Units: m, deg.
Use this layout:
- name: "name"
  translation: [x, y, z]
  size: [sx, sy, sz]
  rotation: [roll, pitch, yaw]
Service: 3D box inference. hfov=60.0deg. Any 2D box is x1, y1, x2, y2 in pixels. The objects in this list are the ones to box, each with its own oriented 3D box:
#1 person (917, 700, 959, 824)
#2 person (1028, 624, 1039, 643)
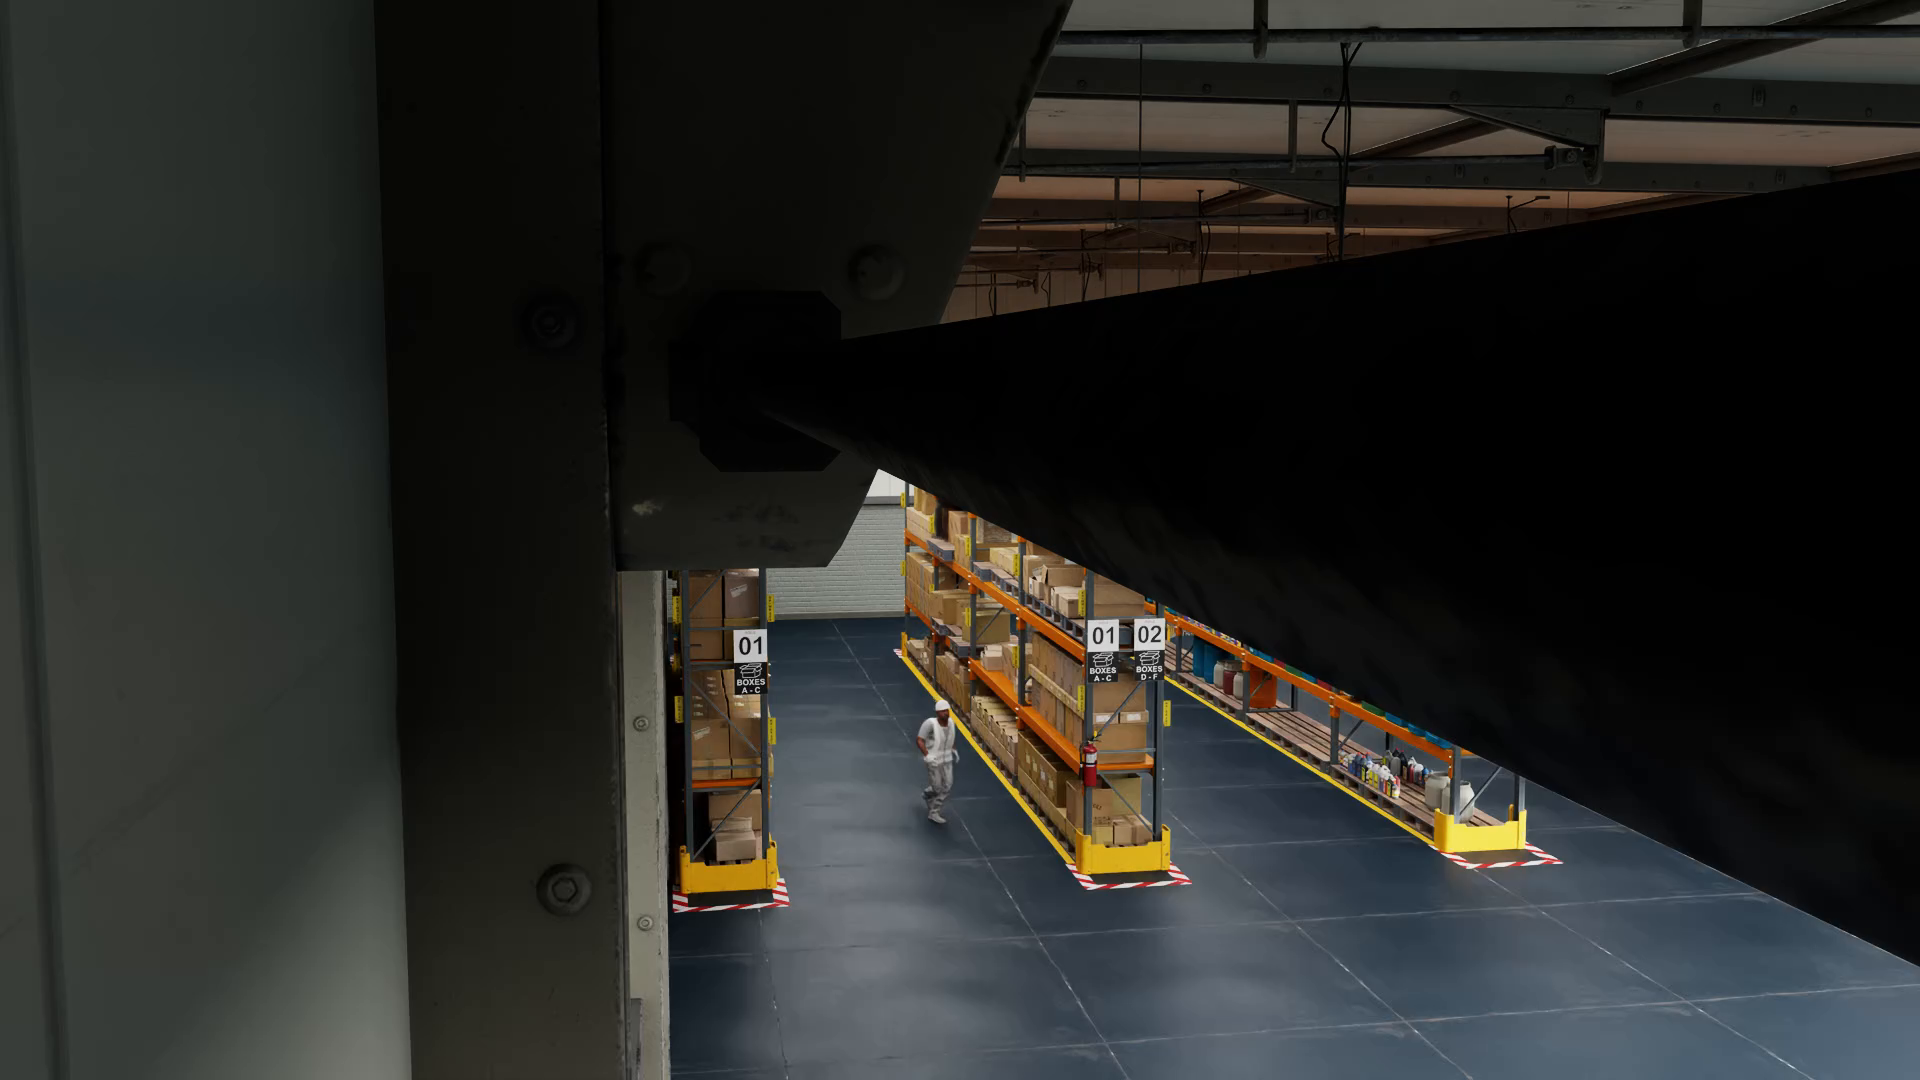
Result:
- name: "person"
  translation: [-0.342, 3.068, 23.269]
  size: [0.674, 1.730, 0.624]
  rotation: [-4, 7, -32]
- name: "person"
  translation: [1.624, 2.024, 34.152]
  size: [0.561, 1.543, 0.598]
  rotation: [0, 6, 4]
